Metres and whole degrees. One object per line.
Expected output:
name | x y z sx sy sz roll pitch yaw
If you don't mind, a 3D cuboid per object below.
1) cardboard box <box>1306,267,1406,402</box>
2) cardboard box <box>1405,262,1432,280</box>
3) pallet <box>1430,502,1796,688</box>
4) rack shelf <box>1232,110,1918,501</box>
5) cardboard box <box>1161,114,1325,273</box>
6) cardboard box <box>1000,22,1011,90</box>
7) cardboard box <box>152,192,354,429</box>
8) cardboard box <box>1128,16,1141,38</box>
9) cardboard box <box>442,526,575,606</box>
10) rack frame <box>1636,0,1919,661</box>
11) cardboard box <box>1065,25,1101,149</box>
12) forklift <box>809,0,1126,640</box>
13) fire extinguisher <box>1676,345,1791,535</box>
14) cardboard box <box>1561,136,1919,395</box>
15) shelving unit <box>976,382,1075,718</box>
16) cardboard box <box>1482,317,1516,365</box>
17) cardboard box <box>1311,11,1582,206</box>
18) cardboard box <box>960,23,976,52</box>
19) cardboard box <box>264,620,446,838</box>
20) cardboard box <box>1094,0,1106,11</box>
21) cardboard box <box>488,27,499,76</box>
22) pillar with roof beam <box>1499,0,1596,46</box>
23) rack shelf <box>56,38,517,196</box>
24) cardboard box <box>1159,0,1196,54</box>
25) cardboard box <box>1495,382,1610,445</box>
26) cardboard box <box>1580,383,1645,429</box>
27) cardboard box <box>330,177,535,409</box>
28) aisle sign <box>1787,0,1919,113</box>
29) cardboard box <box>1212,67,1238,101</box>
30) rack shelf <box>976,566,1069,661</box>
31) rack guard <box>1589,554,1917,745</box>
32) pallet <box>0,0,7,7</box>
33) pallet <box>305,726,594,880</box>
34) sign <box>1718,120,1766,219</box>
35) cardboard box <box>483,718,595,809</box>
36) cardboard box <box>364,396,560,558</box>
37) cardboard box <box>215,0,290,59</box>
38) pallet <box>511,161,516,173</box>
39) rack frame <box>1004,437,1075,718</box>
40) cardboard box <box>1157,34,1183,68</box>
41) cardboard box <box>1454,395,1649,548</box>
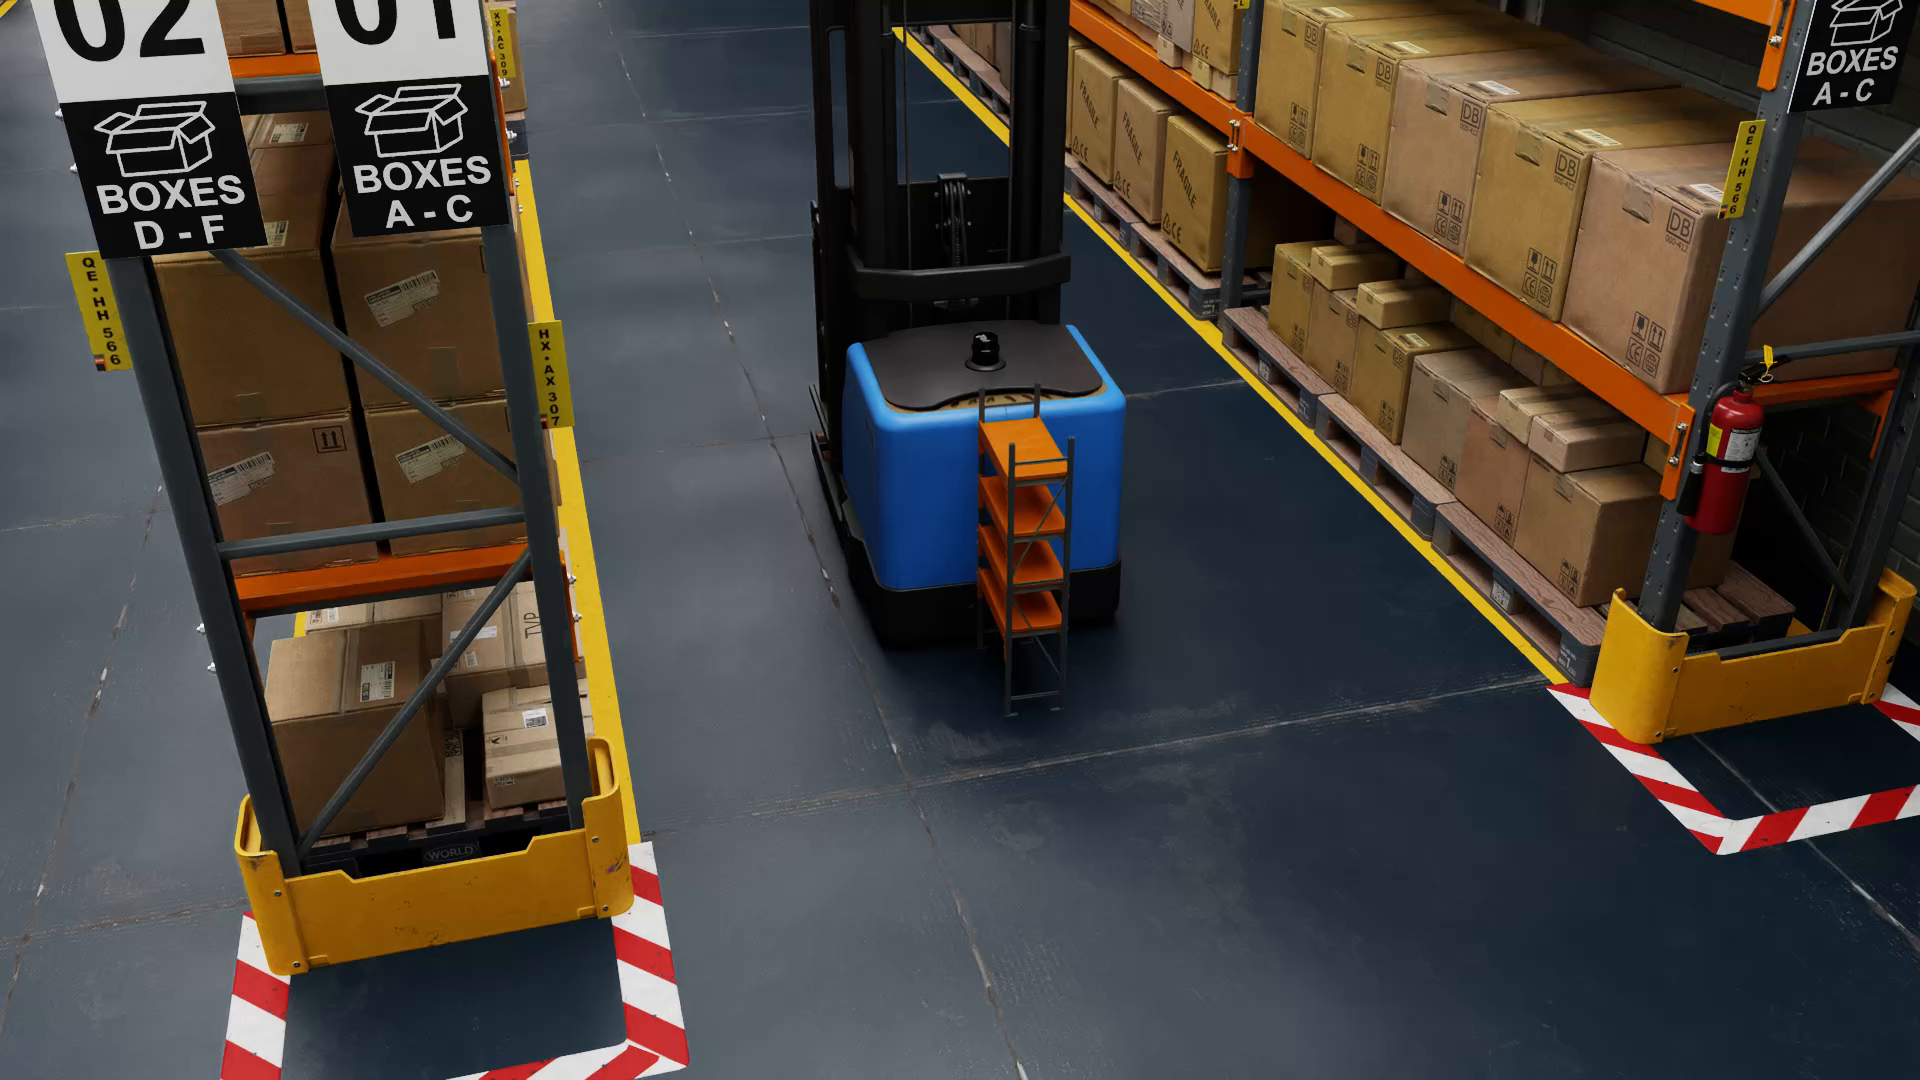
cardboard box | 2.264 -1.090 8.716 0.700 0.500 0.500 -8 31 -14
cardboard box | 2.499 -1.329 8.481 0.380 0.149 0.250 -9 31 -15
pallet | 2.809 0.155 7.272 1.003 0.211 1.213 -8 31 -13
rack shelf | 2.565 -1.331 7.774 1.077 0.370 4.000 -8 31 -13
cardboard box | 1.737 -2.156 10.208 0.750 0.750 0.750 -7 31 -13
cardboard box | 0.731 -3.990 13.705 0.700 0.500 0.500 -7 31 -13
cardboard box | -2.062 -0.671 4.816 0.500 0.500 0.500 -8 31 -14
cardboard box | 1.317 -3.383 10.832 0.380 0.149 0.250 -7 31 -12
cardboard box | -1.815 0.200 6.715 0.500 0.250 0.500 -8 31 -13
rack frame | 3.096 -0.677 5.925 1.000 3.000 0.127 -8 31 -13
cardboard box | 1.042 -3.419 12.390 0.750 0.750 0.750 -8 31 -14
forklift | -0.134 -1.577 7.549 1.130 2.935 3.031 -6 31 -11
fire extinguisher | 2.691 -0.347 5.805 0.296 0.674 0.183 -8 31 -13
cardboard box | 2.951 -1.051 6.273 0.980 0.700 0.700 -6 31 -11
shelving unit | 0.243 0.044 6.476 0.258 1.200 0.503 -6 31 -11
cardboard box | 2.702 -0.960 7.843 0.380 0.149 0.250 -8 31 -13
cardboard box | 2.351 -2.121 8.120 0.980 0.700 0.700 -9 31 -15
cardboard box | 0.405 -4.733 14.989 0.700 0.500 0.500 -8 31 -13
cardboard box | -2.061 0.645 5.697 0.500 0.500 0.500 -8 31 -13
cardboard box | 1.147 -3.759 11.480 0.380 0.149 0.250 -7 31 -12
cardboard box | -2.084 -1.724 6.636 0.500 0.500 0.500 -8 31 -13
pillar with roof beam | -1.096 -4.409 6.385 9.100 9.000 0.400 -8 31 -13
rack shelf | -2.210 -1.969 5.881 1.077 0.370 4.000 -8 31 -13
cardboard box | 1.524 -3.224 9.908 0.500 0.500 0.500 -8 31 -13
cardboard box | 2.536 -0.543 7.123 0.380 0.149 0.250 -7 31 -12
cardboard box | 2.905 -0.593 7.208 0.380 0.149 0.250 -8 31 -13
cardboard box | -1.542 -0.741 4.939 0.500 0.500 0.500 -7 31 -12
aisle sign | 2.826 -1.727 5.144 0.394 0.787 0.004 -8 31 -13
cardboard box | 1.672 -2.634 9.537 0.380 0.149 0.250 -8 31 -13
rack shelf | 0.243 0.274 6.609 0.258 0.148 0.480 -6 31 -11
rack guard | 3.103 0.417 6.531 1.175 0.500 0.348 -8 31 -13
pallet | -10.426 -5.457 16.966 1.003 0.211 1.213 -8 31 -13
pallet | -1.911 0.769 6.211 1.003 0.211 1.213 -8 31 -13
sign | 2.569 -1.215 5.462 0.100 0.325 0.005 -8 31 -13
cardboard box | -1.459 0.779 5.816 0.380 0.149 0.250 -8 31 -13
cardboard box | -1.542 -0.309 5.189 0.500 0.500 0.500 -7 31 -12
cardboard box | -2.069 -1.462 4.438 0.500 0.250 0.500 -8 31 -13
pallet | -3.983 -3.076 12.853 1.003 0.211 1.213 -8 31 -13
rack frame | 0.294 0.163 6.270 0.240 1.200 0.015 -6 31 -11
cardboard box | 1.430 -3.004 10.176 0.380 0.149 0.250 -8 31 -13
cardboard box | 2.681 -0.343 7.424 0.700 0.500 0.500 -8 31 -13
